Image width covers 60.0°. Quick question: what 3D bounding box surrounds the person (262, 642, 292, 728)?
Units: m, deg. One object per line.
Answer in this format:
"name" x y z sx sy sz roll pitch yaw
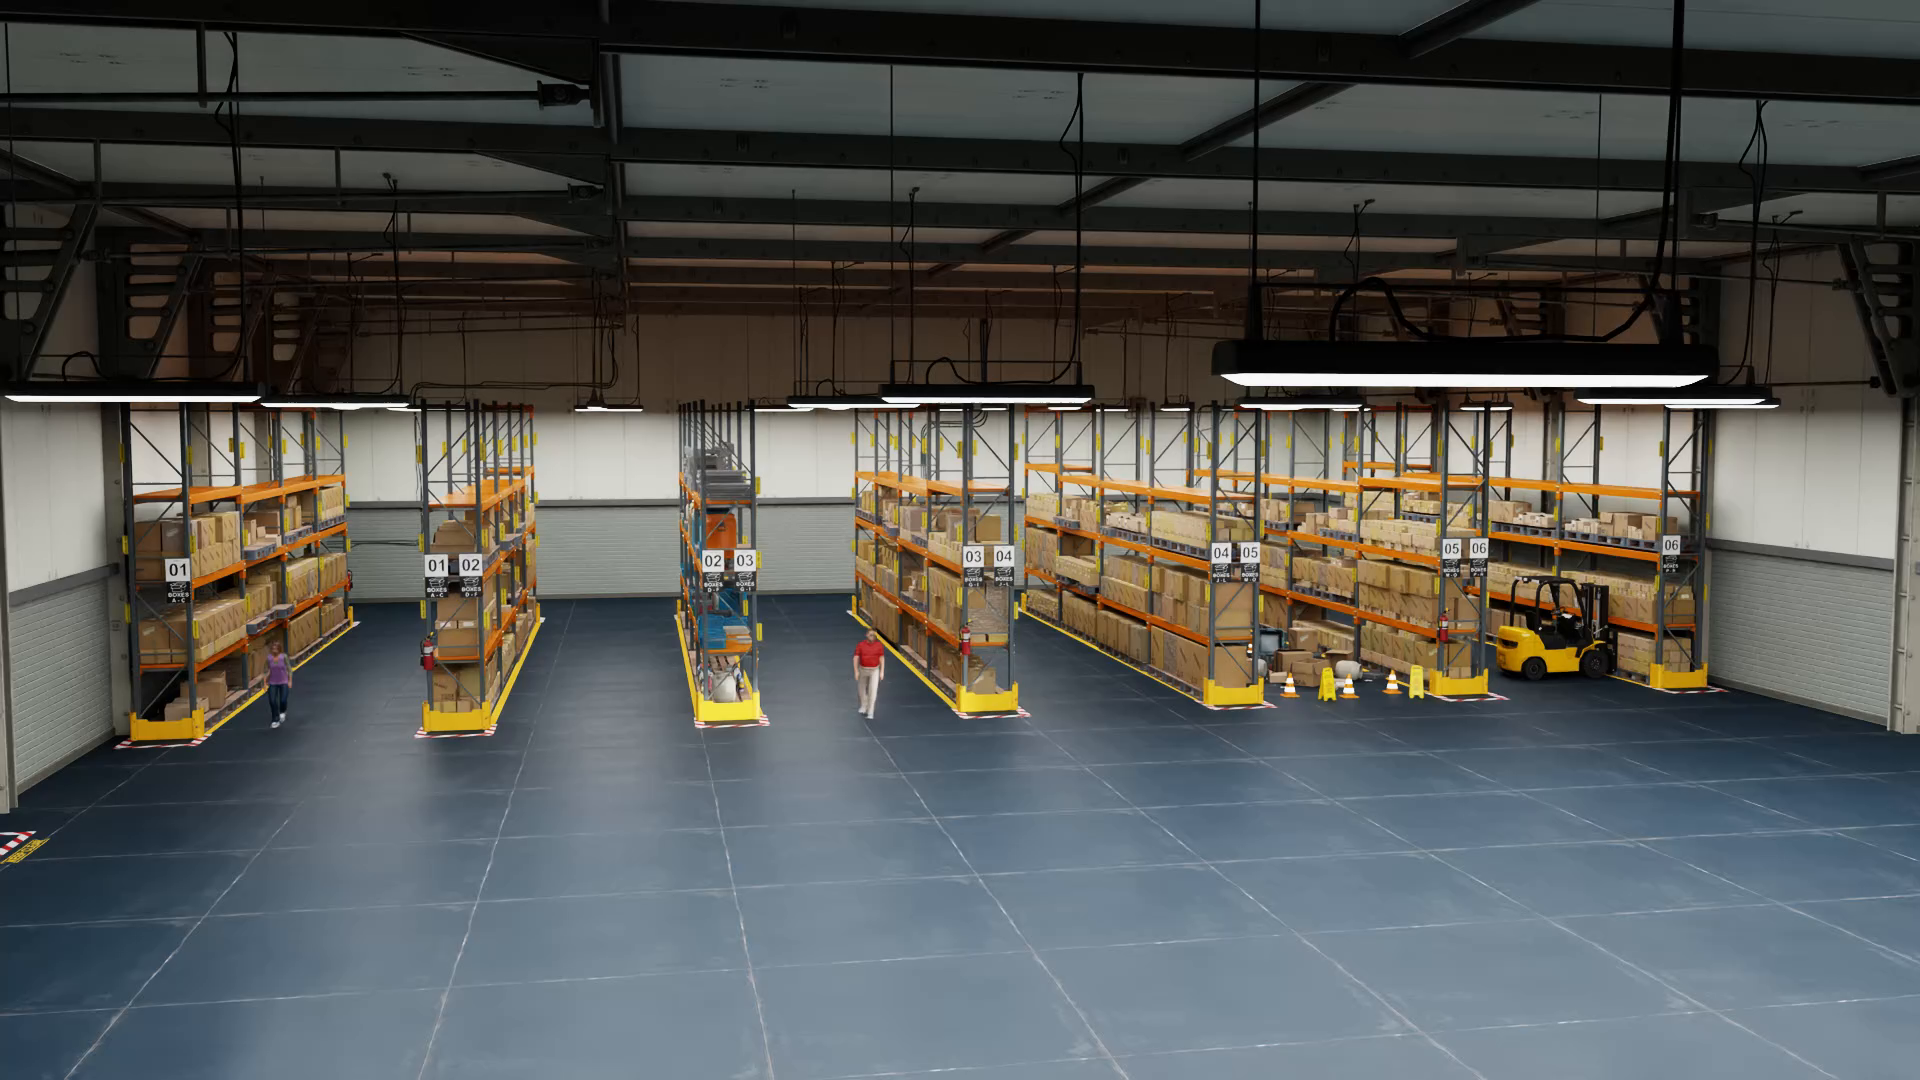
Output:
"person" -12.533 2.644 30.557 0.501 1.582 0.474 -1 4 -13

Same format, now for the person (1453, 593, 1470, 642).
"person" 11.632 2.023 38.356 0.541 1.652 0.642 -2 5 -27

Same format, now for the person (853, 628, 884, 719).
"person" -1.719 2.503 31.405 0.594 1.675 1.014 0 4 -6
